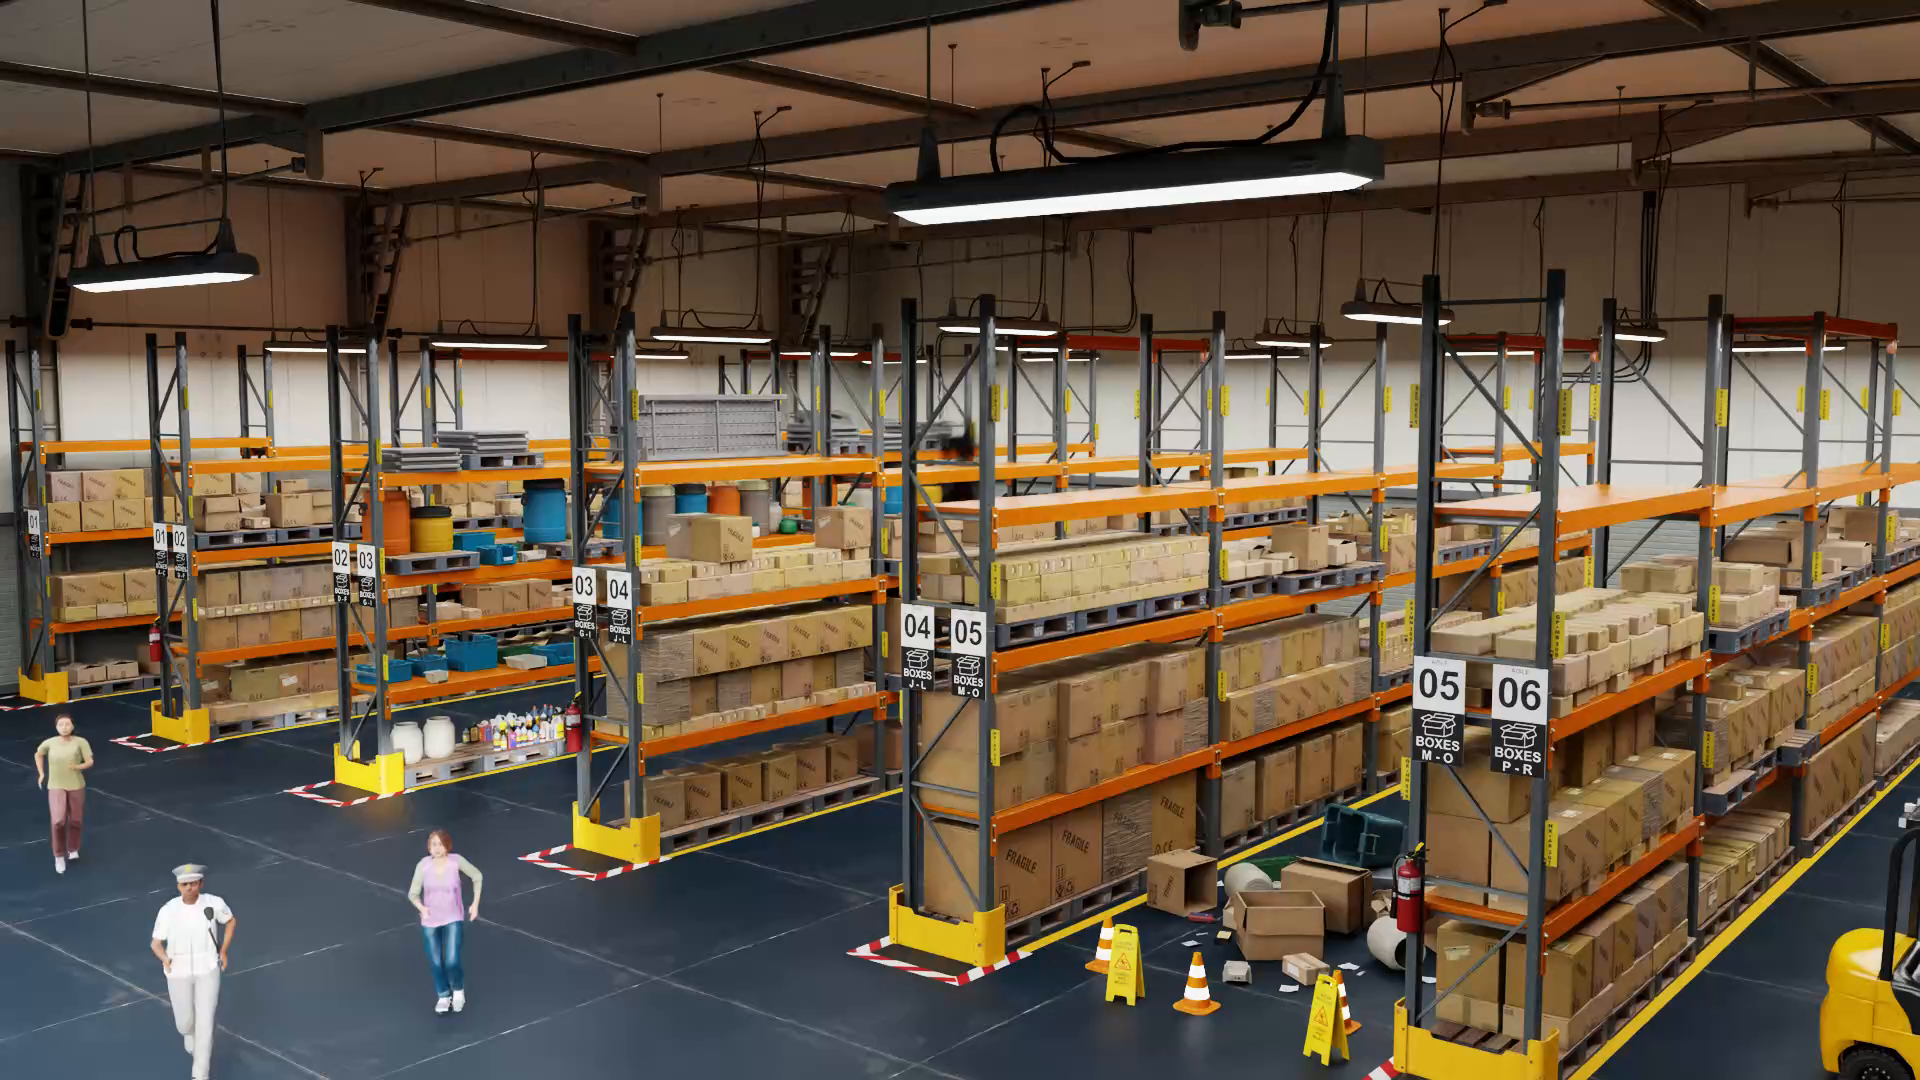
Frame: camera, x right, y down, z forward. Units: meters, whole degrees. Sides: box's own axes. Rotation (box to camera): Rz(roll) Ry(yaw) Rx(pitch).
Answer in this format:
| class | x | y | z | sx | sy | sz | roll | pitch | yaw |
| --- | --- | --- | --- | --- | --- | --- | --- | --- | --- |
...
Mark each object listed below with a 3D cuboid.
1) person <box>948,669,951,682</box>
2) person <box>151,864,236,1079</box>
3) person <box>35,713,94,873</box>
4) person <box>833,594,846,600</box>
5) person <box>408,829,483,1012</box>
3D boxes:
| class | x | y | z | sx | sy | sz | roll | pitch | yaw |
| --- | --- | --- | --- | --- | --- | --- | --- | --- | --- |
| person | -0.021 | 2.315 | 19.126 | 0.642 | 1.815 | 0.735 | 3 | 6 | 28 |
| person | -5.707 | 3.226 | 12.406 | 0.579 | 1.696 | 0.859 | -2 | 6 | -22 |
| person | -9.665 | 2.717 | 17.987 | 0.548 | 1.698 | 0.701 | -3 | 6 | -31 |
| person | -2.488 | 1.380 | 32.383 | 0.681 | 1.796 | 0.774 | 4 | 6 | 34 |
| person | -4.226 | 3.147 | 13.645 | 0.572 | 1.561 | 0.605 | -1 | 5 | -9 |
